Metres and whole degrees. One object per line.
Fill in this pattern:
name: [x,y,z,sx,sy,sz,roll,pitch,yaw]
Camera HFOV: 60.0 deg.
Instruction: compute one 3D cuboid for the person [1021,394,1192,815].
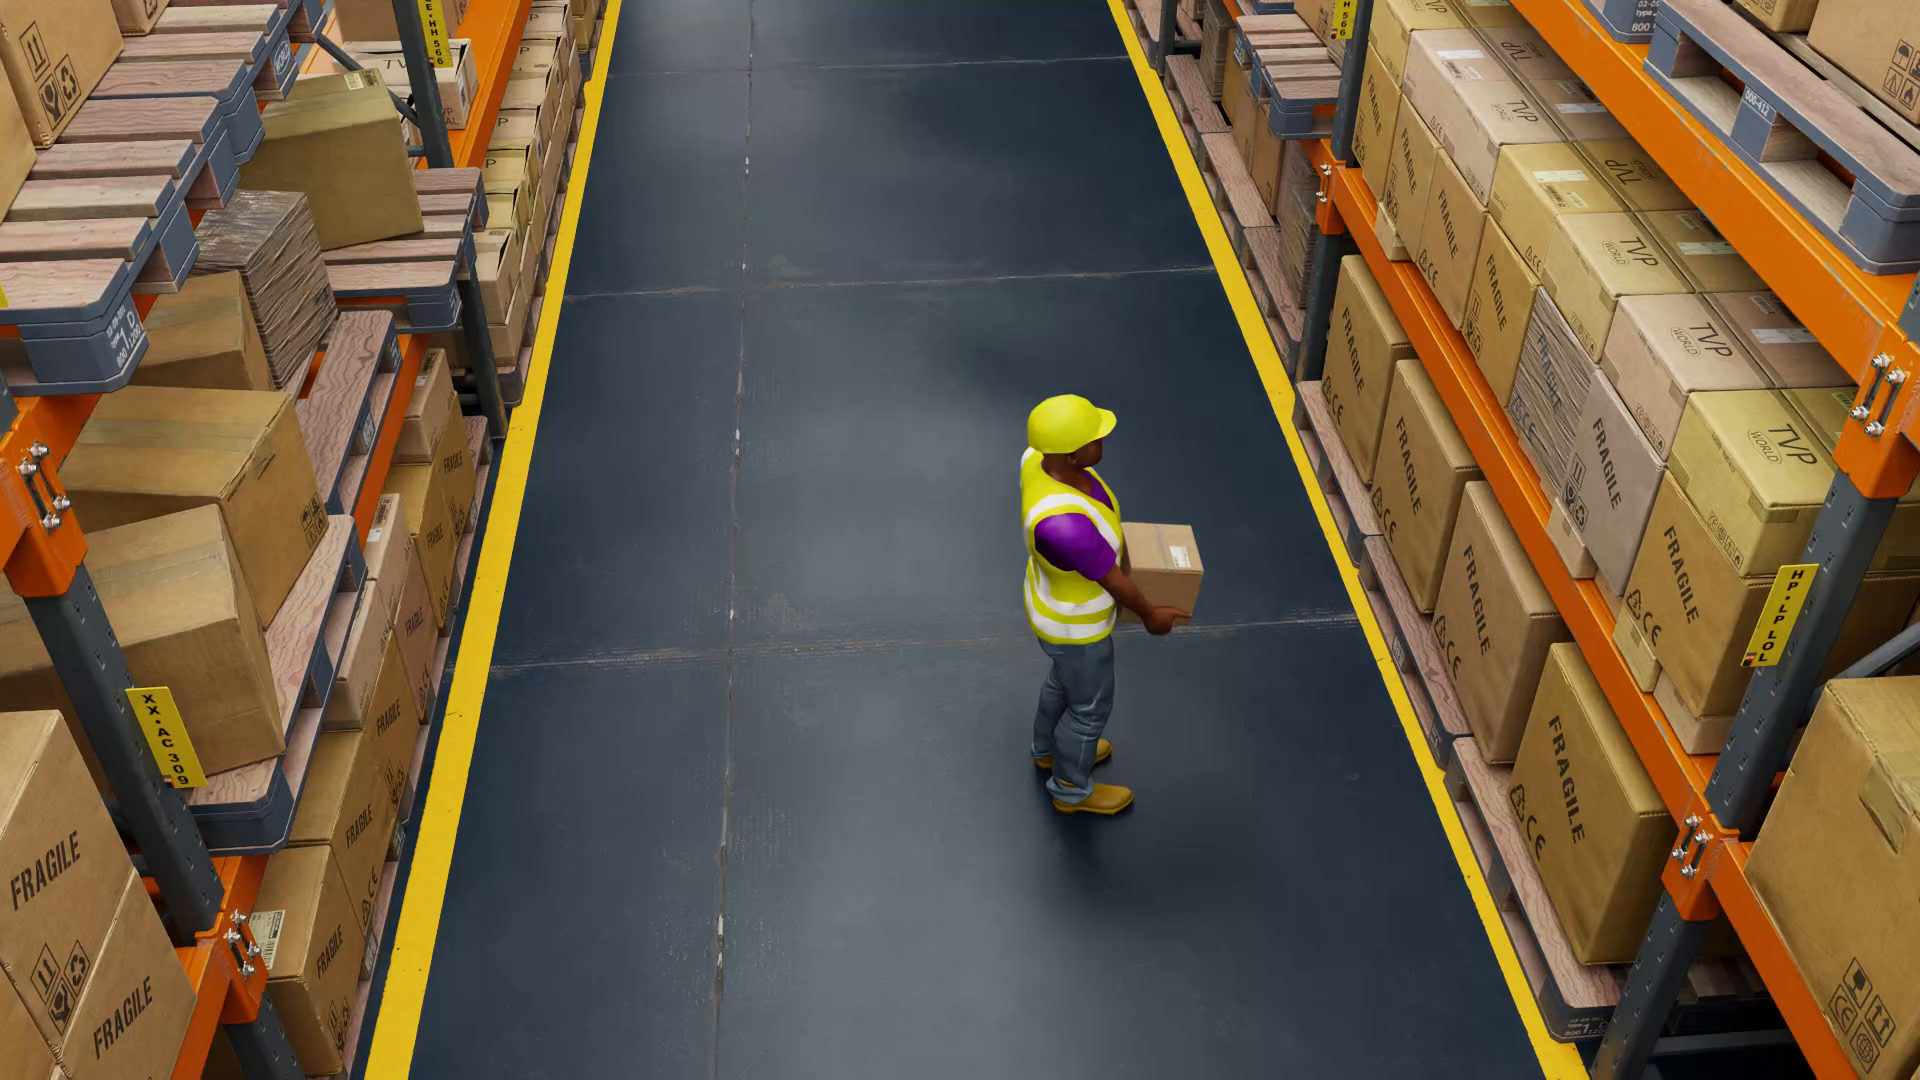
person: [0.495,0.233,5.851,0.584,1.760,0.503,-2,39,-3]
